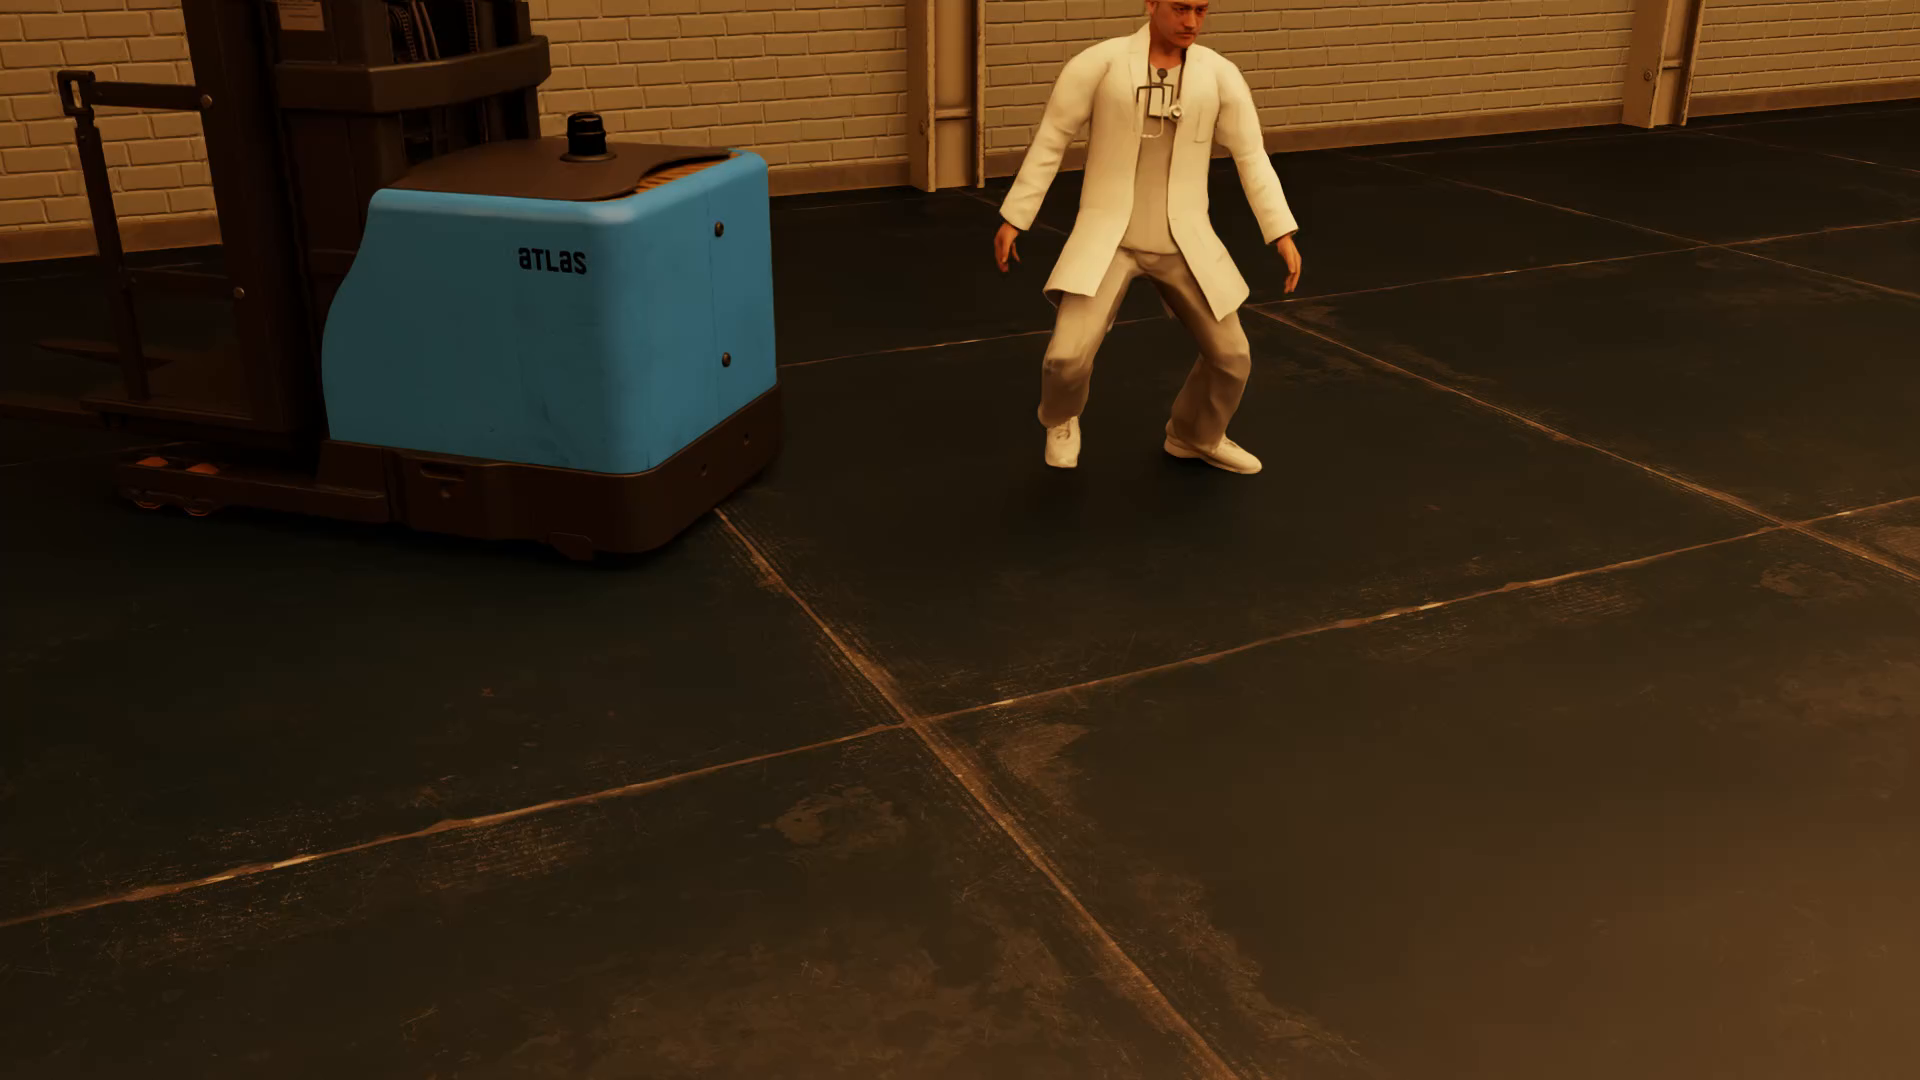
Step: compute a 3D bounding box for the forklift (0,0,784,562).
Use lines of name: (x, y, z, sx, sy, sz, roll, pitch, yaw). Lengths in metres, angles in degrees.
forklift: (-2.172, -1.611, 5.164, 3.031, 2.935, 1.130, 7, 24, 17)

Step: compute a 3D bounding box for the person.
person: (0.591, -0.969, 5.293, 0.962, 1.674, 0.590, 0, 23, 0)
